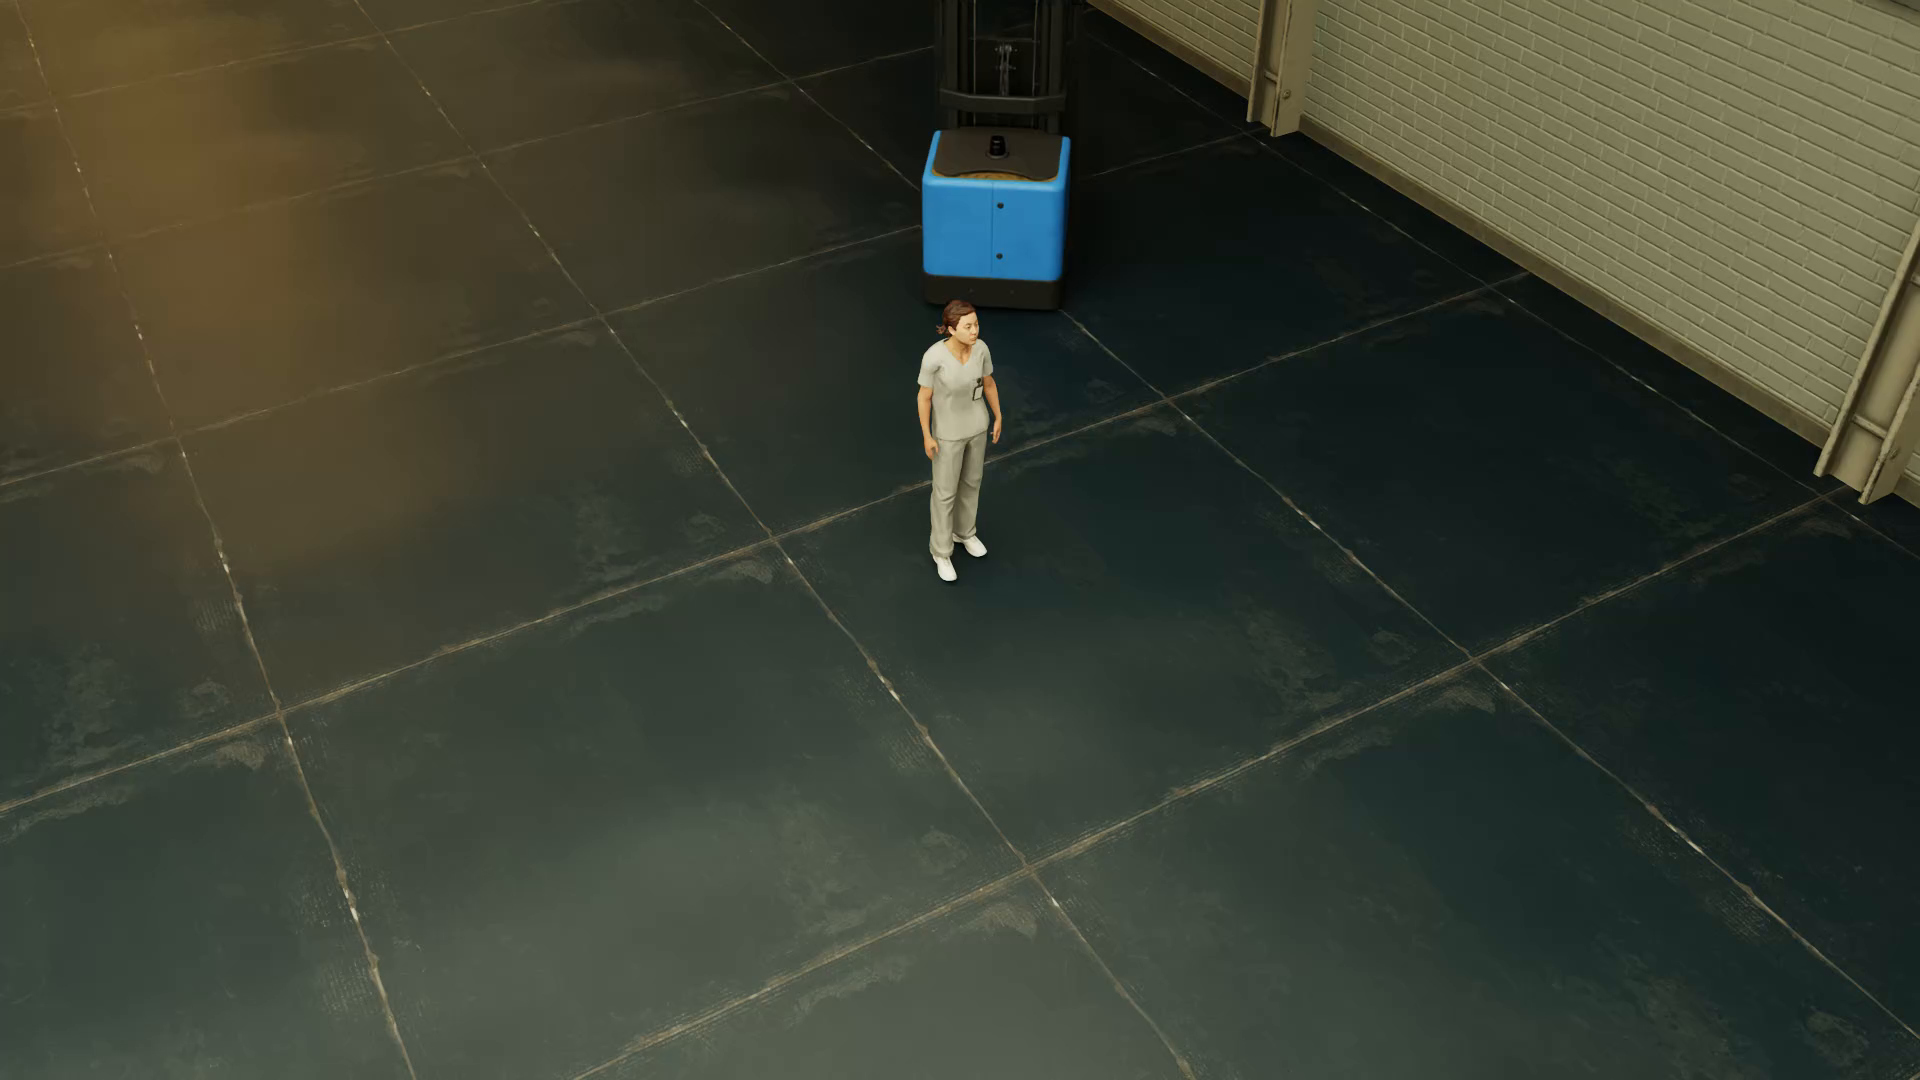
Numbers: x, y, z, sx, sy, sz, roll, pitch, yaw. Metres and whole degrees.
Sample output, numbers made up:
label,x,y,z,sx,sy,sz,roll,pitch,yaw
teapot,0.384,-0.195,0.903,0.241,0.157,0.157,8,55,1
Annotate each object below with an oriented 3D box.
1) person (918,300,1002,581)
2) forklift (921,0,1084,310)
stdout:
label,x,y,z,sx,sy,sz,roll,pitch,yaw
person,0.025,-0.605,9.738,0.549,1.673,0.548,-20,44,-23
forklift,0.384,-3.758,12.567,1.130,2.935,3.031,4,40,5
